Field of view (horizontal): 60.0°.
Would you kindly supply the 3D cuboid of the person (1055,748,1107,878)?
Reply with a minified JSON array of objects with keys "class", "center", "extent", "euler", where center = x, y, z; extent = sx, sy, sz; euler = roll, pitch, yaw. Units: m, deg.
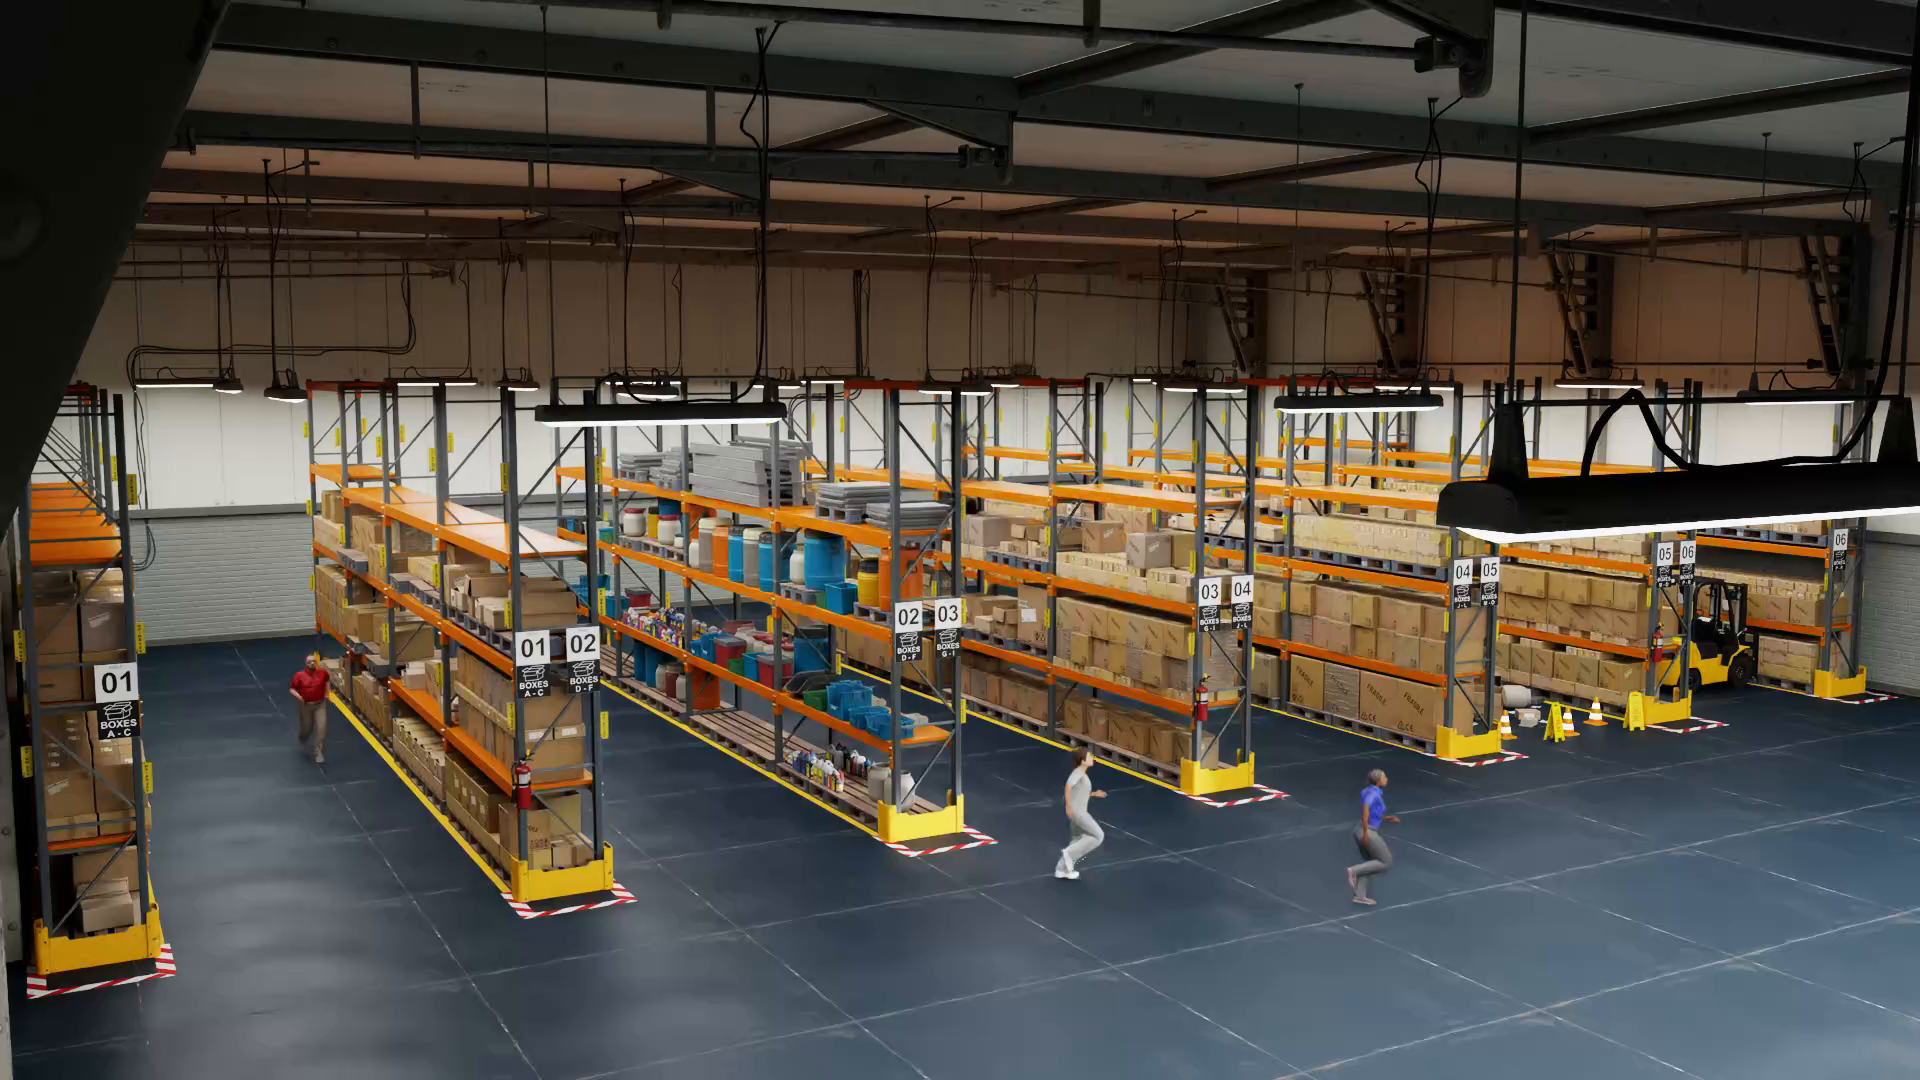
[{"class":"person","center":[1.484,3.338,20.382],"extent":[0.635,1.577,0.556],"euler":[0,6,0]}]

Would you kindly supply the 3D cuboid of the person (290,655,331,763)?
[{"class":"person","center":[-10.369,2.662,26.594],"extent":[0.651,1.709,0.893],"euler":[-4,7,-34]}]

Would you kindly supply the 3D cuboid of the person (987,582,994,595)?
[{"class":"person","center":[0.664,1.091,41.946],"extent":[0.624,1.593,0.564],"euler":[-1,6,-6]}]

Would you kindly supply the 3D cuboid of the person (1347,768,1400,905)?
[{"class":"person","center":[4.882,3.481,19.482],"extent":[0.573,1.587,0.616],"euler":[0,6,-1]}]
